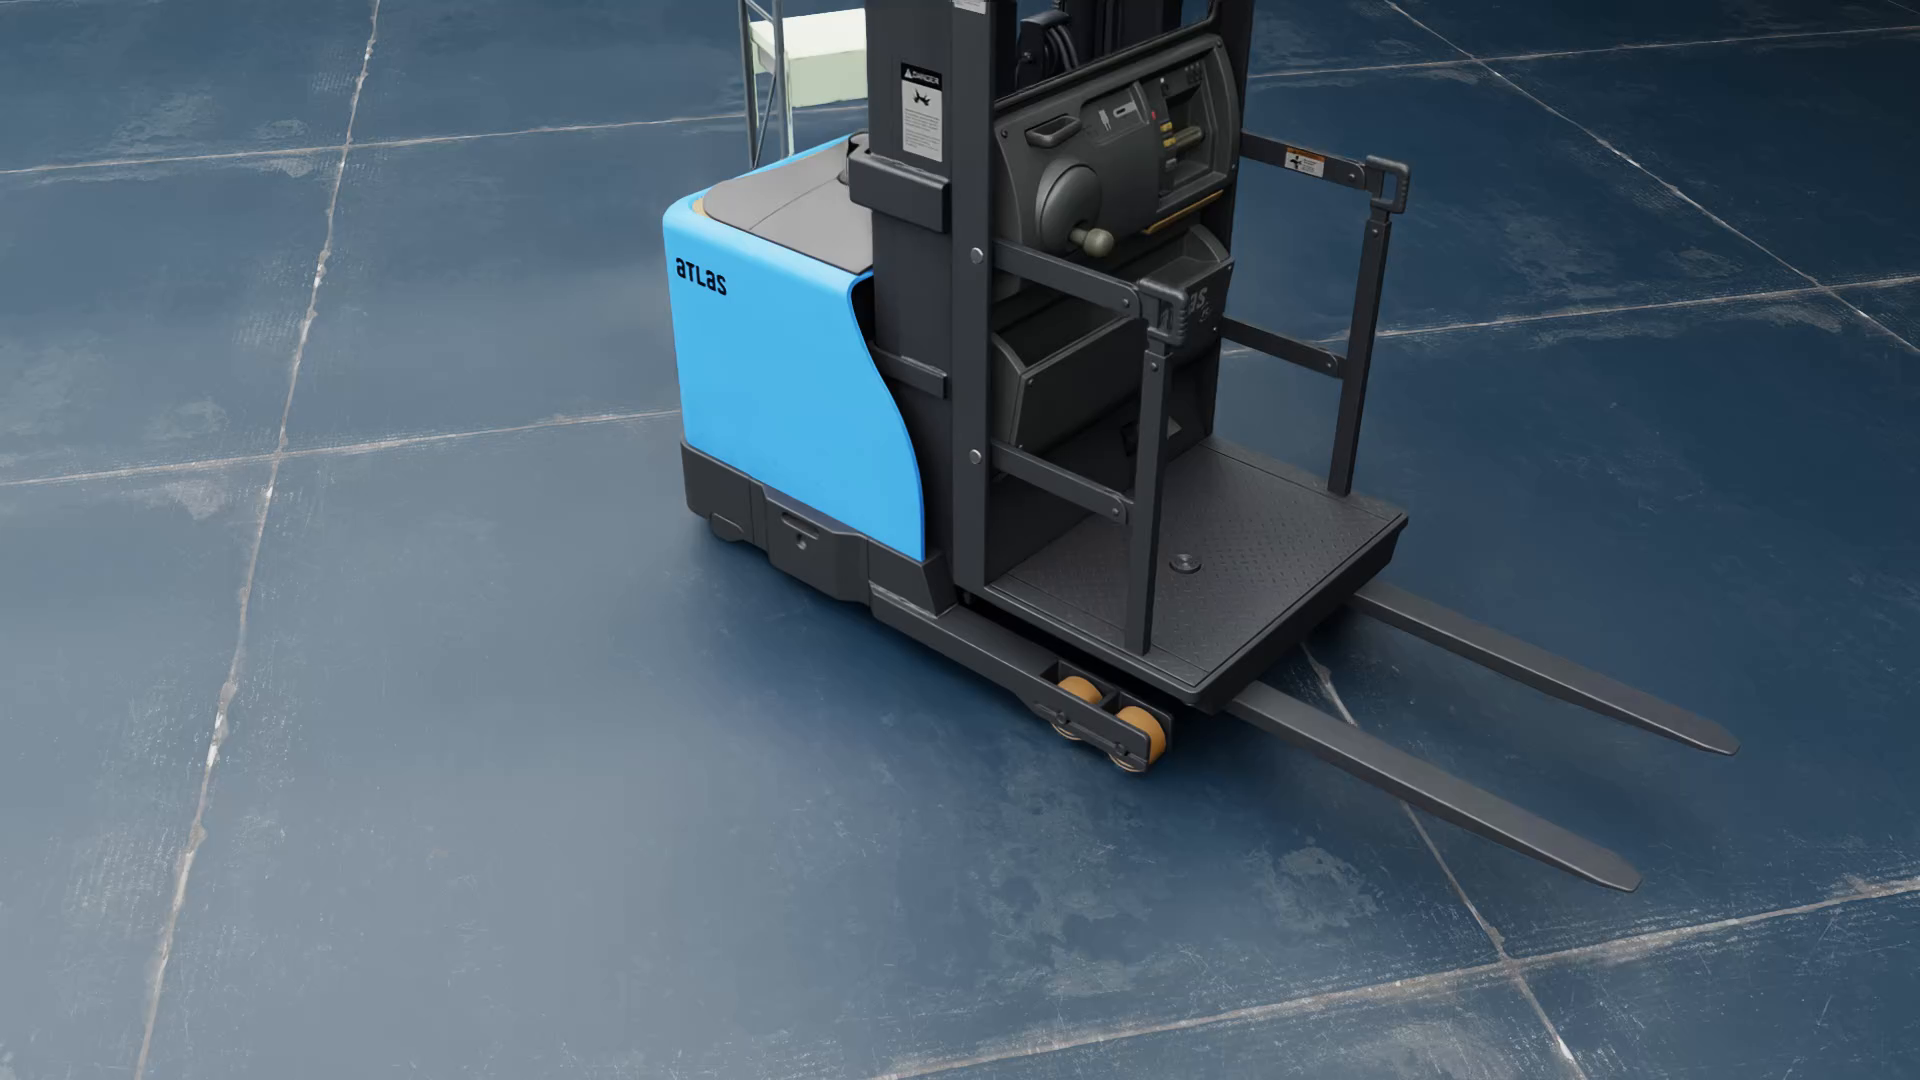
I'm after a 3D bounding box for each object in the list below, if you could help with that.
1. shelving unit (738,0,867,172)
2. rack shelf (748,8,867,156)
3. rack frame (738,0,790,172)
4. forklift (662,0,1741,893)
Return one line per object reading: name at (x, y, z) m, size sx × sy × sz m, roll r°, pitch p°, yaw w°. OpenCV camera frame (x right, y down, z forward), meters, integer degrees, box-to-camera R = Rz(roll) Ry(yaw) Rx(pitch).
shelving unit at (-0.295, -1.211, 5.709) m, size 0.755 × 1.500 × 0.431 m, roll -14°, pitch 36°, yaw -20°
rack shelf at (-0.295, -1.535, 5.491) m, size 0.720 × 0.370 × 0.431 m, roll -14°, pitch 36°, yaw -20°
rack frame at (-0.630, -1.128, 5.586) m, size 0.023 × 1.500 × 0.400 m, roll -14°, pitch 36°, yaw -20°
forklift at (0.570, -0.945, 4.028) m, size 3.031 × 2.935 × 1.130 m, roll 26°, pitch 42°, yaw 33°
